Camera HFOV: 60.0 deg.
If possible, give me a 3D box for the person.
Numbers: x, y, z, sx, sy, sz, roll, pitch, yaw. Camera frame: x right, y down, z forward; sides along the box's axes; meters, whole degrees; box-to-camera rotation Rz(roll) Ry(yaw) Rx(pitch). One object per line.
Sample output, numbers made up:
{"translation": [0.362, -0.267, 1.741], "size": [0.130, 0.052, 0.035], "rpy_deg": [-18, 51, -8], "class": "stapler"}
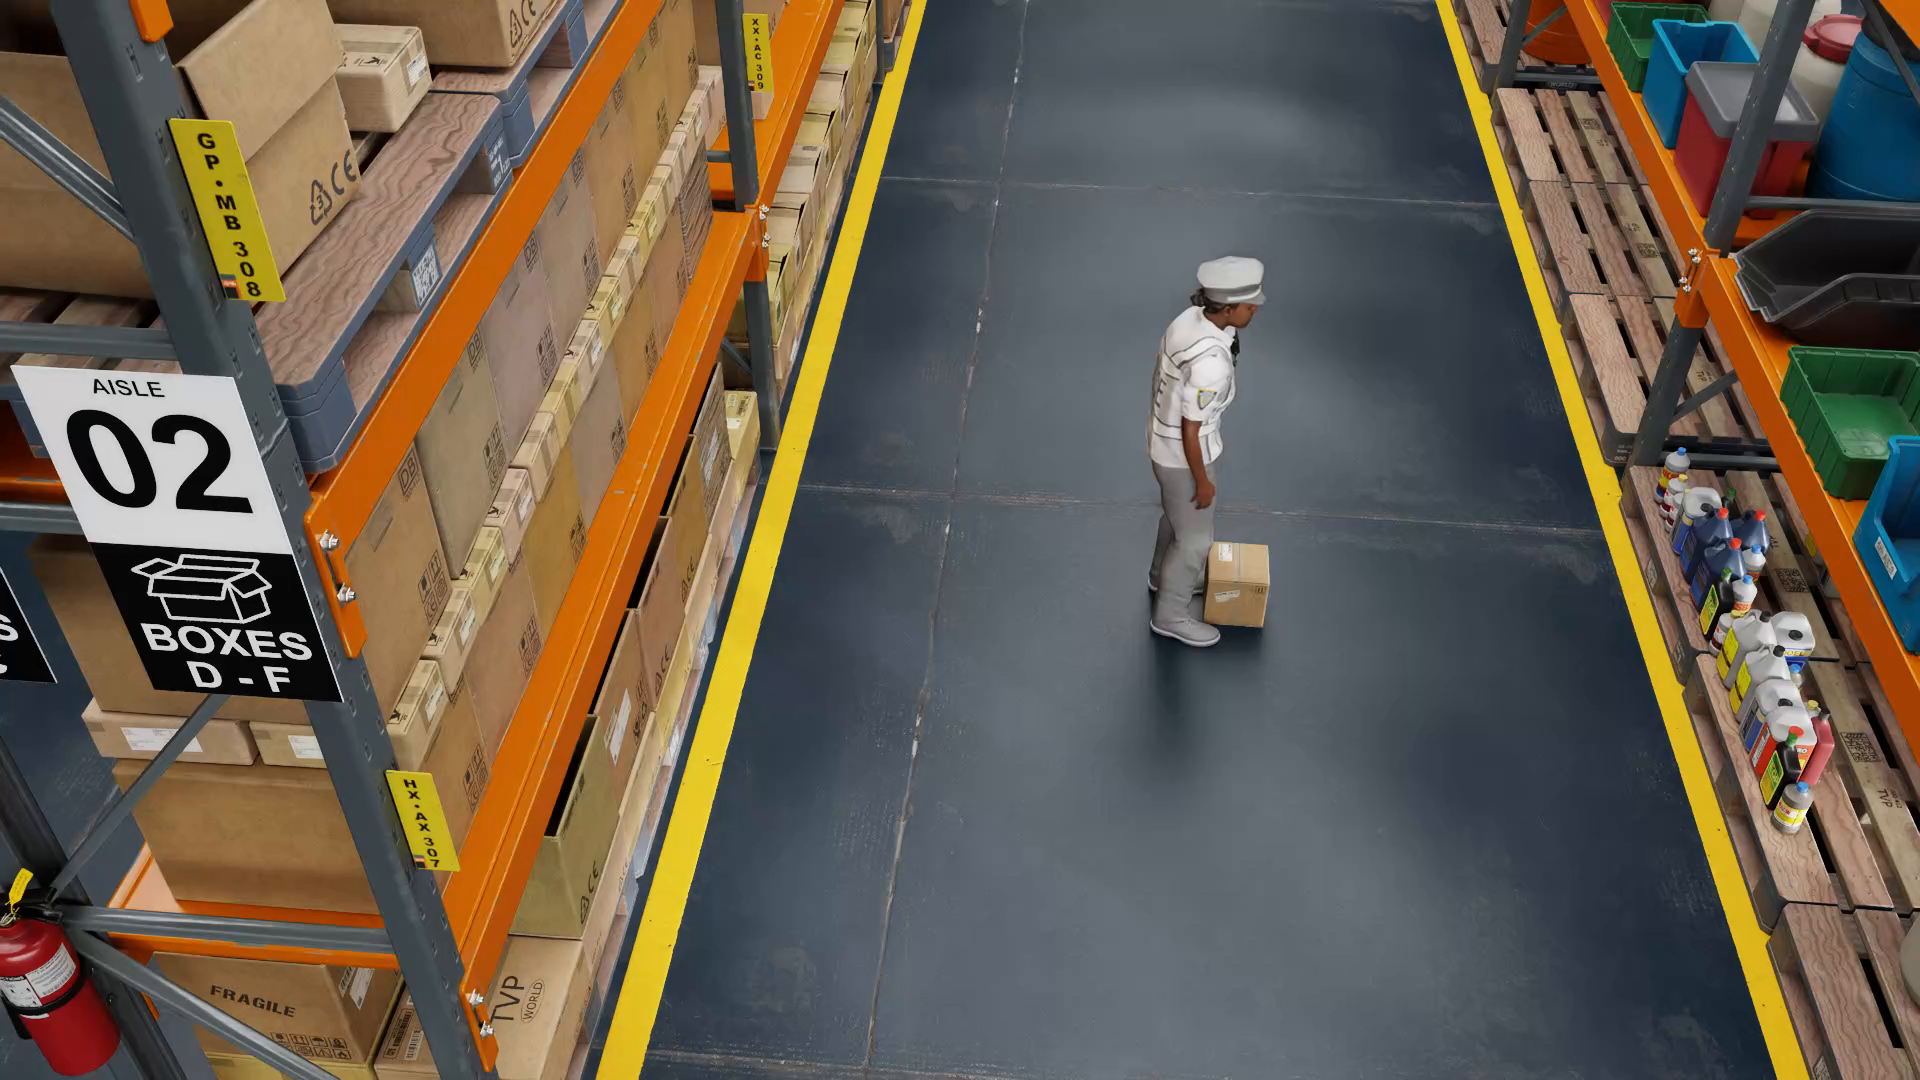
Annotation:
{"translation": [0.929, -0.353, 6.573], "size": [0.392, 1.659, 0.505], "rpy_deg": [4, 40, 4], "class": "person"}
